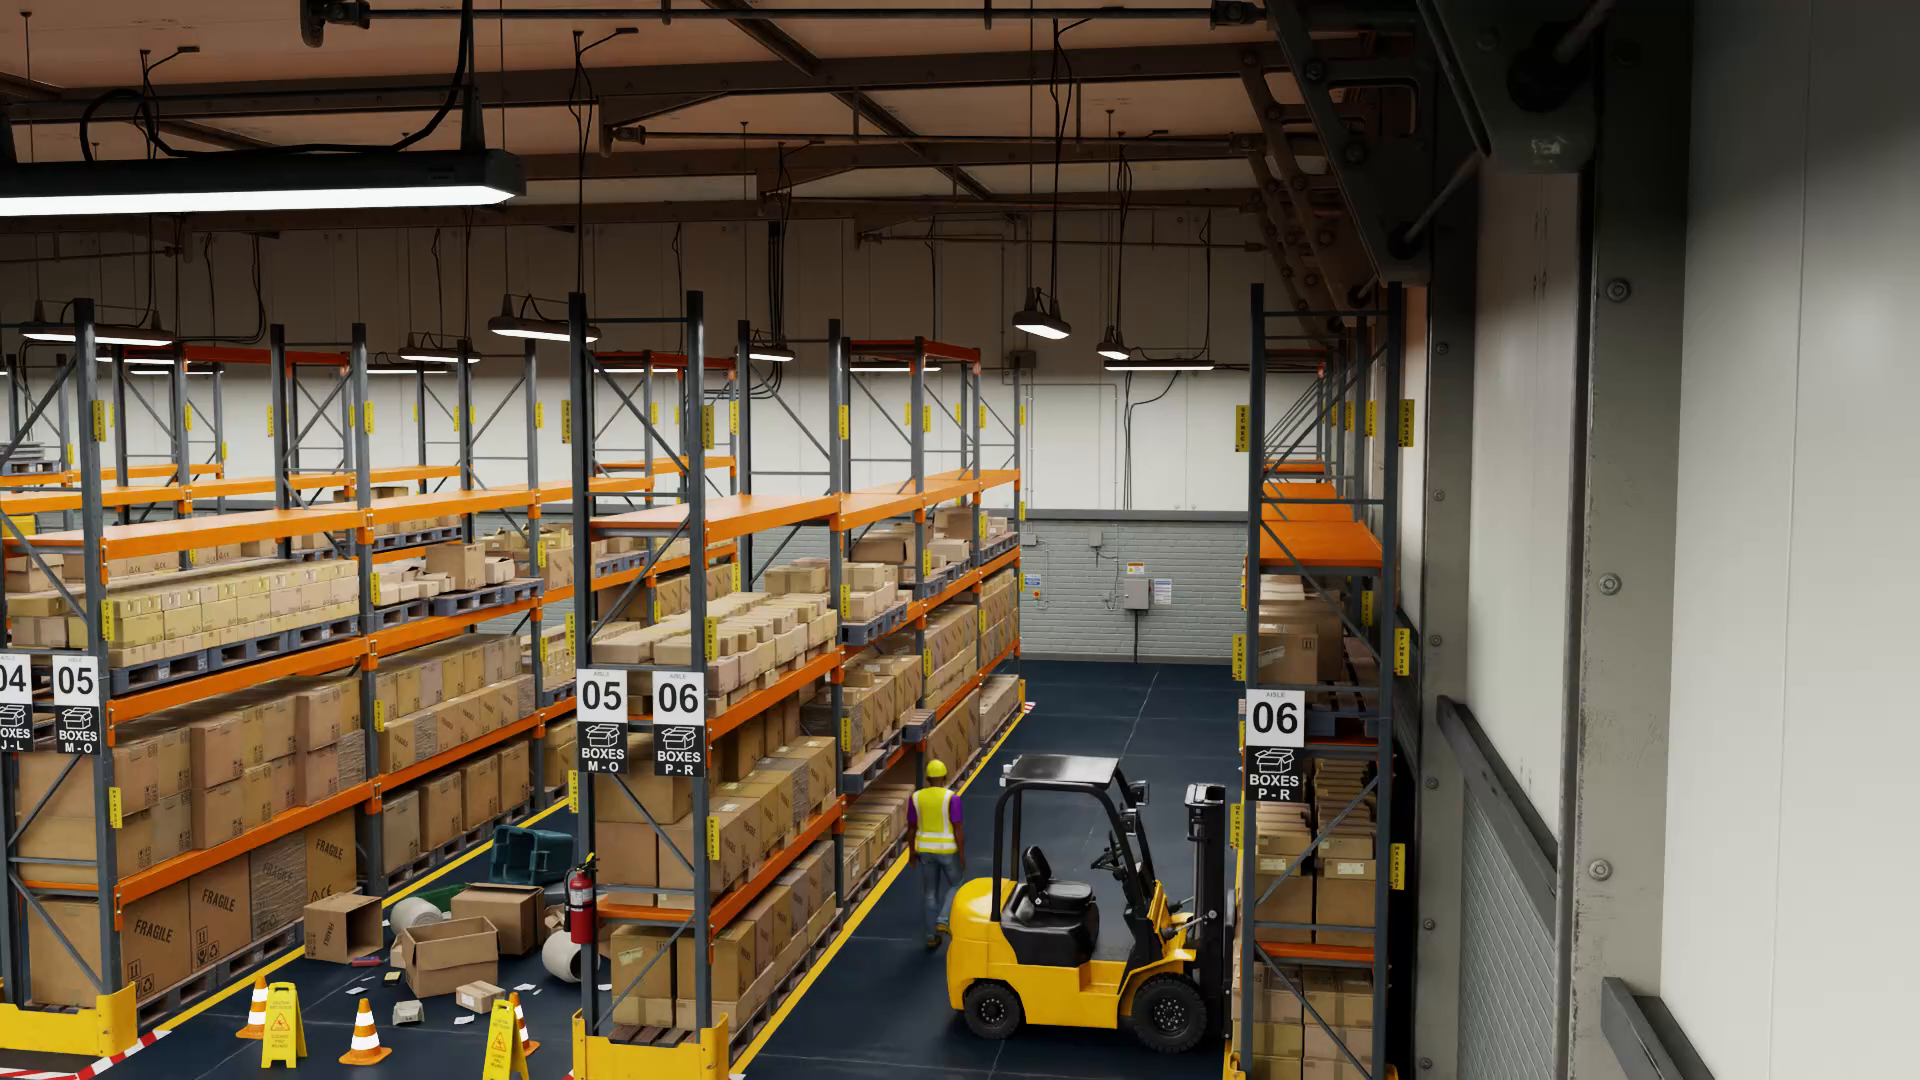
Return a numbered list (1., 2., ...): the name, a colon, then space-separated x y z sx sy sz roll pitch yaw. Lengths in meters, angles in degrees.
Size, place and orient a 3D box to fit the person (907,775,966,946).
1. person: -0.230 3.017 15.952 0.608 1.718 0.460 2 5 19
